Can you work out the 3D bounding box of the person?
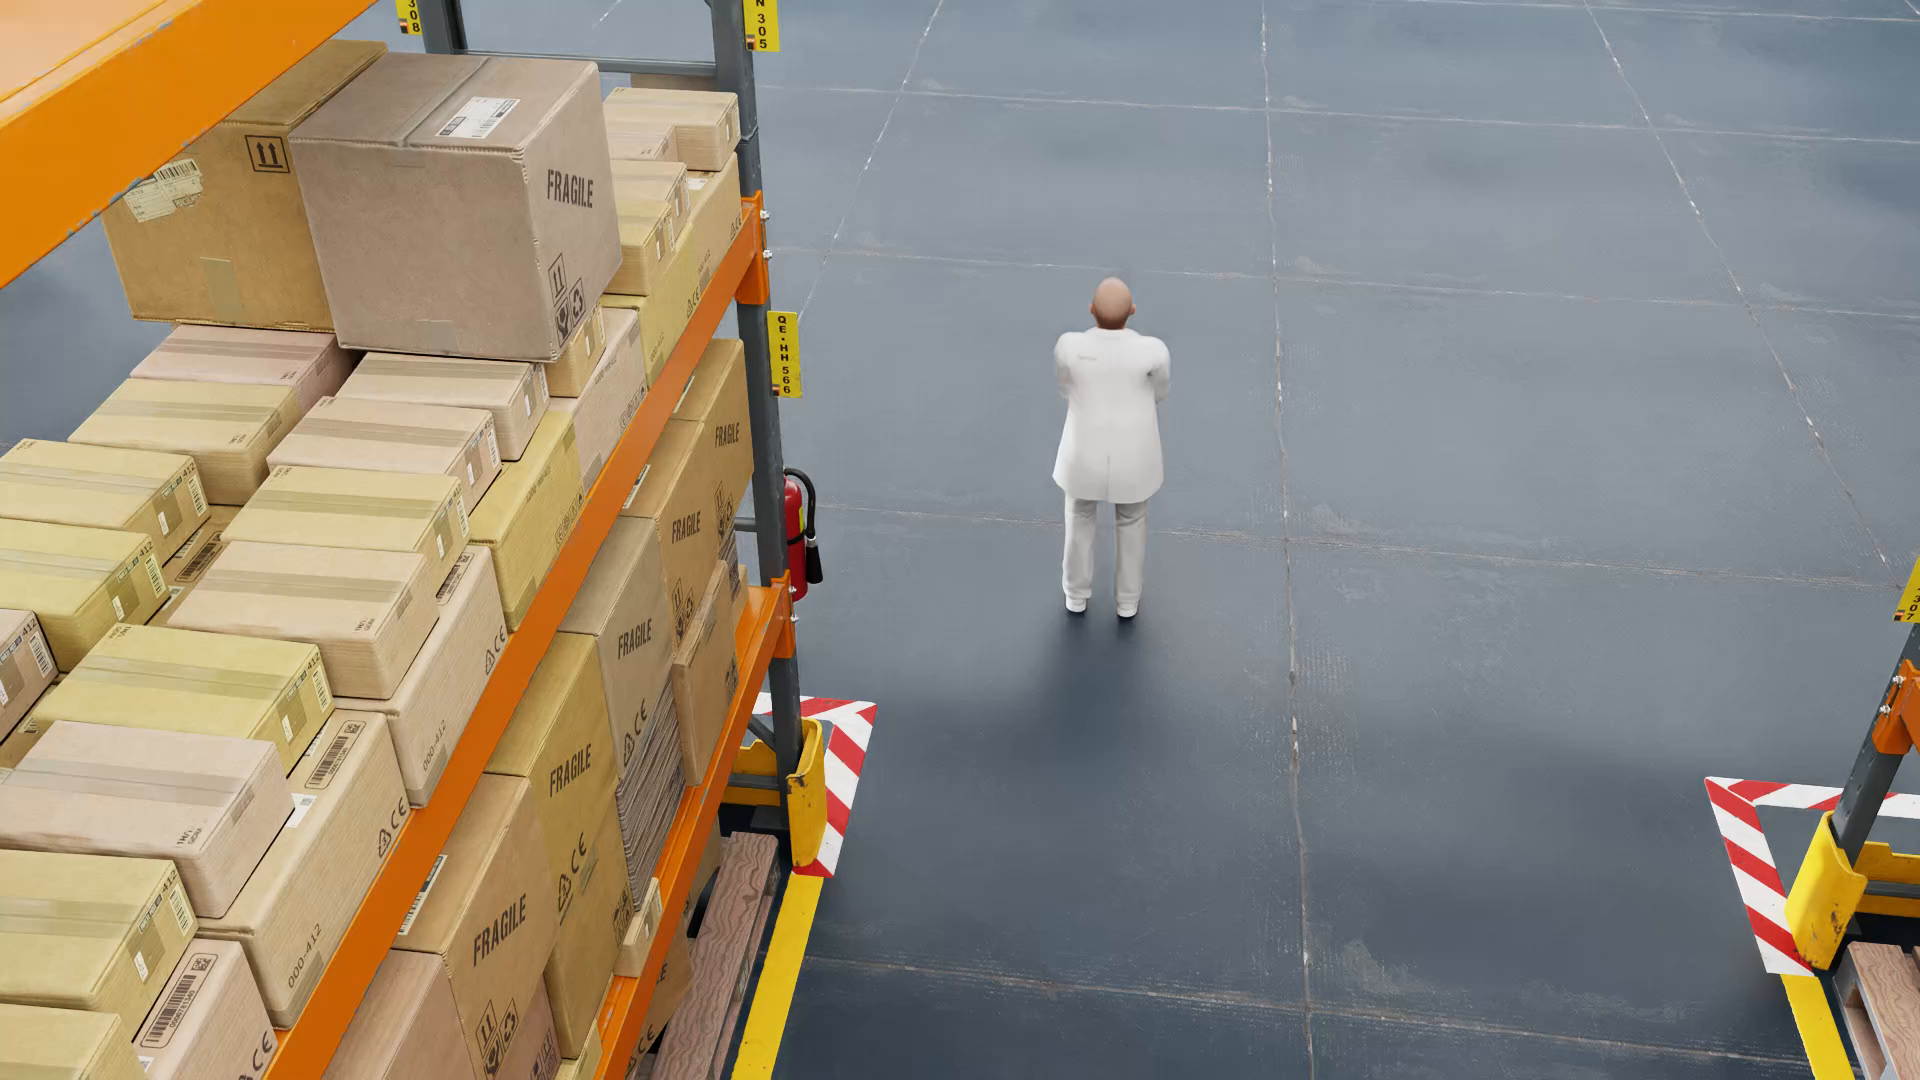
[{"bbox_3d":[0.697,-0.487,7.738,0.531,1.769,0.555,5,36,6],"label":"person"}]
